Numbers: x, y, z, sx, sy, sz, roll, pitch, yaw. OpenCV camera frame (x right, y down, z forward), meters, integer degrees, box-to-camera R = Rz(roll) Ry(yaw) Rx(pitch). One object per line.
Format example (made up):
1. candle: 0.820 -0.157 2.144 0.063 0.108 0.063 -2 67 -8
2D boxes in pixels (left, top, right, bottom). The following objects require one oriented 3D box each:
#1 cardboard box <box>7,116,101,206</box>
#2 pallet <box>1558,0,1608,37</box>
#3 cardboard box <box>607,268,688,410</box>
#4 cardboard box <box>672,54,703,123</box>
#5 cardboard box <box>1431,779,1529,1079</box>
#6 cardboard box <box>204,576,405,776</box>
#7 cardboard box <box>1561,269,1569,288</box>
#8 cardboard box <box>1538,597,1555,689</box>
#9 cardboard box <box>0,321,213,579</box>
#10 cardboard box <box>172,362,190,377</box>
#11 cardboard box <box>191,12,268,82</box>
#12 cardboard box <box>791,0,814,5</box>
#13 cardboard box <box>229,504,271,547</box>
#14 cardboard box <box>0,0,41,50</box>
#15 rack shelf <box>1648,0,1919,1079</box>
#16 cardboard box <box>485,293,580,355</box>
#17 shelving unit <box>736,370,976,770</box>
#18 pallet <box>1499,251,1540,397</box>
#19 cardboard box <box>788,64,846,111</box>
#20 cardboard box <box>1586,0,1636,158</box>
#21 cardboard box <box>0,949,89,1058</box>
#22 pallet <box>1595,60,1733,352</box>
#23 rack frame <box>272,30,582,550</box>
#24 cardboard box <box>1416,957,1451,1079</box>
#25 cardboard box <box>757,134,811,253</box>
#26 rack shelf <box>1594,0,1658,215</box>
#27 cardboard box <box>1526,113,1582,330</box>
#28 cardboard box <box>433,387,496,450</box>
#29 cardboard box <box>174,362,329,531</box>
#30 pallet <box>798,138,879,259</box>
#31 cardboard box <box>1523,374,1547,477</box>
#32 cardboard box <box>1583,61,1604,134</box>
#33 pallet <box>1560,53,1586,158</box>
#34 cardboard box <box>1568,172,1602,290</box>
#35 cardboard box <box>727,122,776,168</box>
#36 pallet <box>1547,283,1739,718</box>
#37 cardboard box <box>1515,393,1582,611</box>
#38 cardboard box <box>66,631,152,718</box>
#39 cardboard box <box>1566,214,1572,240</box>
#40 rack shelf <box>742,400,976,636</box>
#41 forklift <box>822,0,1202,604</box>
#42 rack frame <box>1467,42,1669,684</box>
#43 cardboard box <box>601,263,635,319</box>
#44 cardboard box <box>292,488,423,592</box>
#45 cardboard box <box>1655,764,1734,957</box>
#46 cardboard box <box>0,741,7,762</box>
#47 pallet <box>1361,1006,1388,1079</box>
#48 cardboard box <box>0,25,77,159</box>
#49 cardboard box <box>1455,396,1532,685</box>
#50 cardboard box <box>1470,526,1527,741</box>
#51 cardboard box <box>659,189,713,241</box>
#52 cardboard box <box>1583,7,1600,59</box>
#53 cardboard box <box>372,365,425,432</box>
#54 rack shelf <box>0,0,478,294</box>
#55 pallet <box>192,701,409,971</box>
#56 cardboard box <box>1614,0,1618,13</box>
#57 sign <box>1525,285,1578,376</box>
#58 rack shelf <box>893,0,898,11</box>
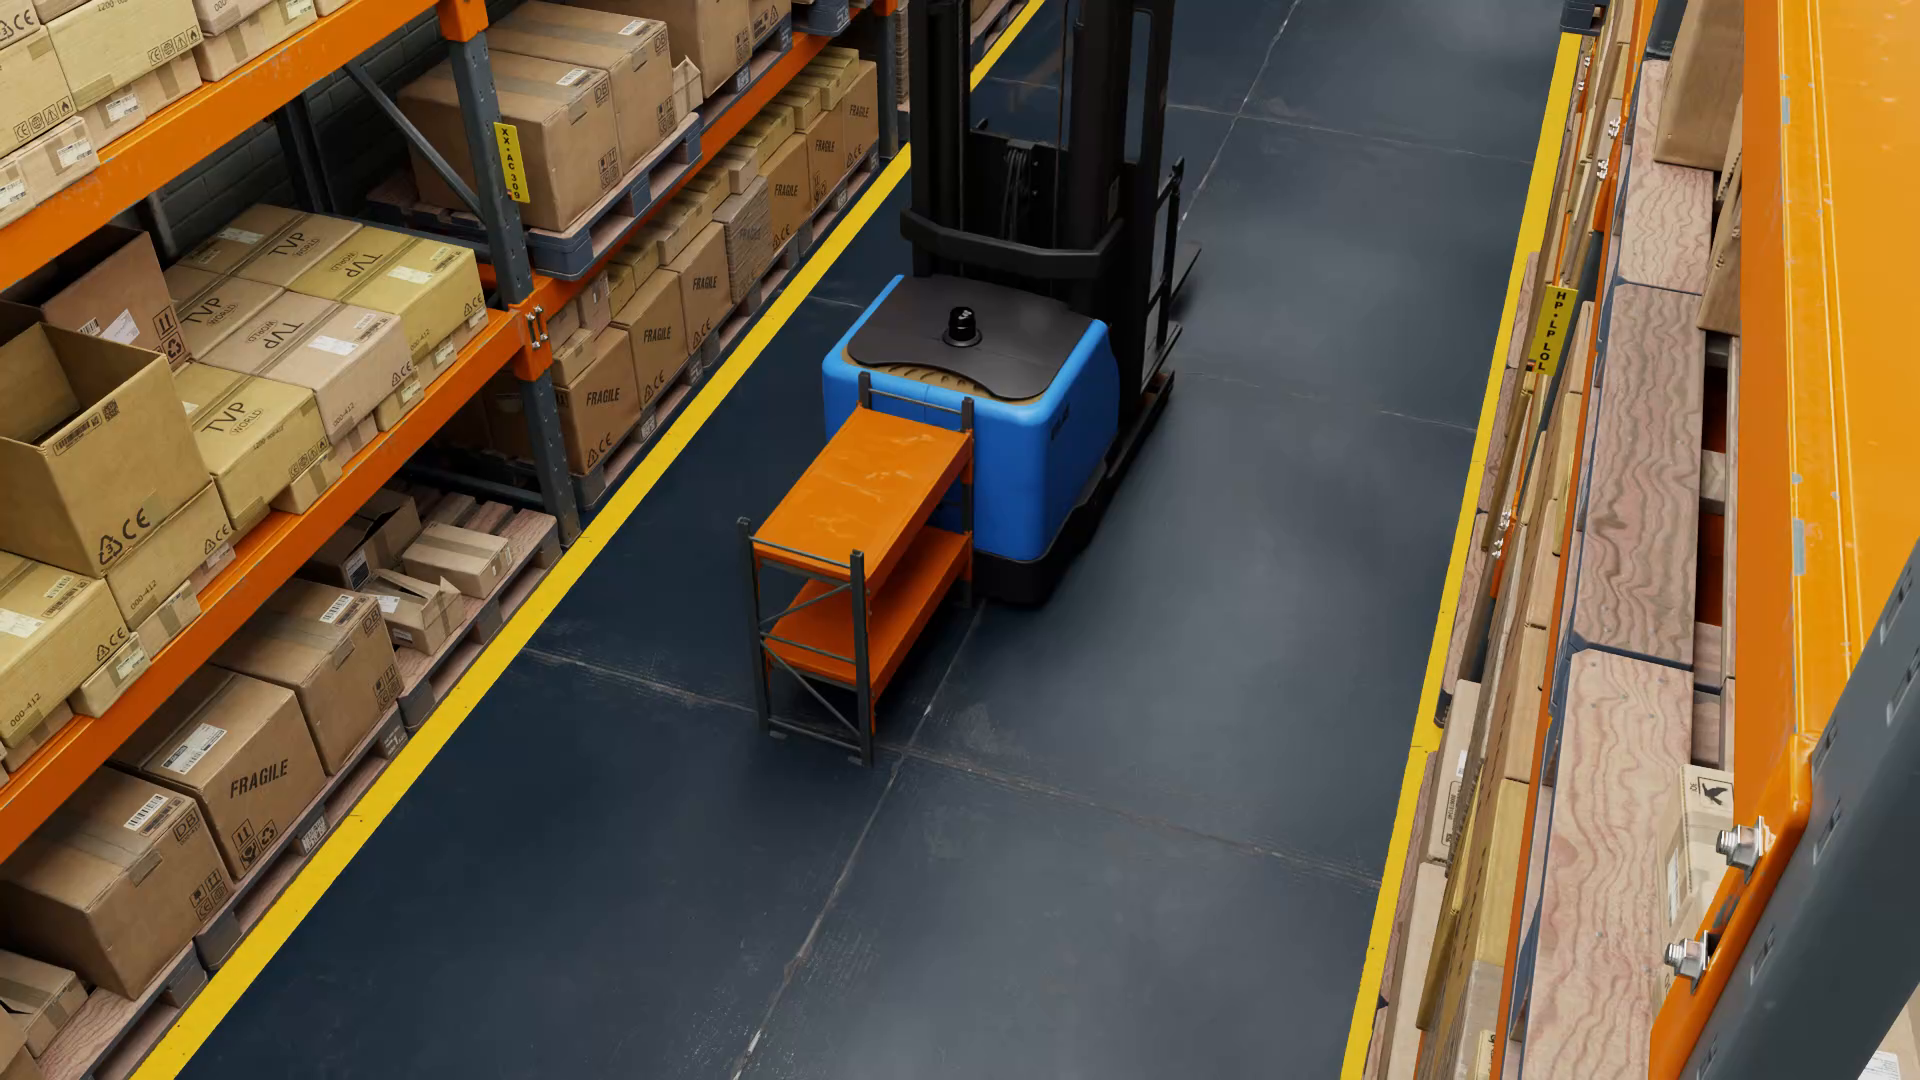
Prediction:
1. cardboard box: -2.593 -1.060 4.517 0.380 0.149 0.250 14 42 16
2. pallet: 3.928 -2.970 9.022 1.213 0.211 1.003 13 42 15
3. cardboard box: -1.699 -1.025 8.197 0.500 0.500 0.500 13 42 15
4. cardboard box: -1.413 -2.115 7.652 0.396 0.266 0.258 15 43 17
5. cardboard box: 1.314 0.903 3.487 0.500 0.500 0.500 13 42 15
6. cardboard box: -2.635 0.489 6.422 0.700 0.500 0.500 12 42 13
7. cardboard box: 2.503 -0.908 6.187 0.500 0.250 0.500 14 43 16
8. cardboard box: 1.527 0.249 3.753 0.380 0.149 0.250 13 42 15
9. cardboard box: -2.696 -0.278 5.027 0.500 0.500 0.500 14 43 16
10. cardboard box: -3.015 -0.437 5.791 0.500 0.250 0.500 14 42 16
11. cardboard box: -2.369 -1.546 5.087 0.380 0.149 0.250 13 42 15
12. cardboard box: -0.938 -3.071 8.785 0.500 0.250 0.500 11 42 13
13. cardboard box: -2.625 -0.122 5.729 0.380 0.149 0.250 14 42 16
14. cardboard box: -2.713 -1.336 4.148 0.500 0.250 0.500 14 43 16
15. rack shelf: 1.733 -0.782 2.549 1.077 0.370 4.000 13 42 15
16. cardboard box: -1.933 -0.986 7.422 0.380 0.149 0.250 13 42 14
17. shelving unit: -0.378 0.112 6.706 0.538 1.125 1.048 15 43 17
18. pallet: 3.444 -1.060 8.783 1.003 0.211 1.213 13 42 15
19. cardboard box: -0.876 -2.609 9.553 0.380 0.149 0.250 11 42 13
20. cardboard box: 2.859 -1.833 6.693 0.500 0.500 0.500 14 42 16
21. cardboard box: -3.137 1.518 5.487 0.380 0.149 0.250 12 42 13
22. pallet: 2.127 -0.756 4.036 1.003 0.211 1.213 13 42 15
23. rack frame: -2.249 -1.244 6.851 1.000 3.000 0.127 13 42 15
24. cardboard box: 1.318 1.285 3.809 0.500 0.500 0.500 14 43 16
25. cardboard box: -1.181 -1.965 9.298 0.500 0.500 0.500 15 43 17
26. rack shelf: 3.101 -2.232 6.252 1.077 0.370 4.000 13 42 15
27. cardboard box: 3.471 -1.533 8.503 0.875 0.875 0.875 13 42 15
28. cardboard box: -2.359 -0.818 7.954 0.500 0.500 0.500 13 42 15
29. cardboard box: -2.534 -0.326 5.661 0.500 0.250 0.500 13 42 15
30. pallet: -1.172 -2.176 10.092 1.003 0.211 1.213 13 42 15
31. cardboard box: 2.333 -0.418 5.997 0.500 0.250 0.500 12 42 14
32. cardboard box: 3.020 -1.847 7.288 0.500 0.250 0.500 13 42 15
33. pallet: 4.472 -2.742 10.755 1.003 0.211 1.213 13 42 15
34. cardboard box: 2.334 -0.892 5.590 0.500 0.500 0.500 15 43 16
35. cardboard box: -1.225 -2.155 9.021 0.380 0.149 0.250 13 42 14
36. pallet: 1.709 -0.014 3.166 1.003 0.211 1.213 13 42 15
37. cardboard box: 1.848 -0.020 4.569 0.500 0.500 0.500 13 42 15
38. cardboard box: -2.759 0.376 5.145 0.380 0.149 0.250 12 42 14
39. cardboard box: 2.872 -1.347 7.087 0.500 0.250 0.500 13 42 15
40. rack shelf: -0.378 -0.111 6.516 0.538 0.278 1.000 15 43 17
41. forklift: 0.448 -1.795 7.550 1.130 2.935 3.031 15 43 17
42. rack frame: 2.417 -0.145 5.563 1.000 3.000 0.127 13 42 15
43. cardboard box: -1.777 -1.205 7.907 0.380 0.149 0.250 11 42 13
44. cardboard box: -2.697 -0.031 7.177 0.500 0.311 0.500 15 43 17
45. cardboard box: 1.187 0.483 2.308 0.380 0.149 0.250 10 42 12
46. cardboard box: -3.036 0.615 4.558 0.500 0.250 0.500 14 42 16
47. pallet: 1.668 2.109 5.069 1.003 0.211 1.213 13 42 15
48. cardboard box: -2.712 -1.157 4.323 0.500 0.250 0.500 13 42 14
49. cardboard box: 2.554 0.108 6.580 0.875 0.875 0.875 15 43 16
50. cardboard box: 1.835 0.351 4.904 0.500 0.500 0.500 14 42 15
51. cardboard box: -1.488 -1.670 8.453 0.380 0.149 0.250 15 43 17
52. cardboard box: 4.733 -3.425 11.108 0.950 0.372 0.625 16 43 18
53. cardboard box: -2.255 -0.571 6.255 0.380 0.149 0.250 14 43 16
54. rack shelf: -2.933 -0.892 4.681 1.077 0.370 4.000 13 42 15
55. pallet: -2.900 0.982 6.390 1.003 0.211 1.213 13 42 15
56. cardboard box: 3.386 -2.757 7.776 0.500 0.500 0.500 12 42 14
57. sign: 1.904 -0.670 5.347 0.100 0.325 0.005 13 42 15
58. rack shelf: -0.197 -4.630 11.374 1.077 0.370 4.000 13 42 15
